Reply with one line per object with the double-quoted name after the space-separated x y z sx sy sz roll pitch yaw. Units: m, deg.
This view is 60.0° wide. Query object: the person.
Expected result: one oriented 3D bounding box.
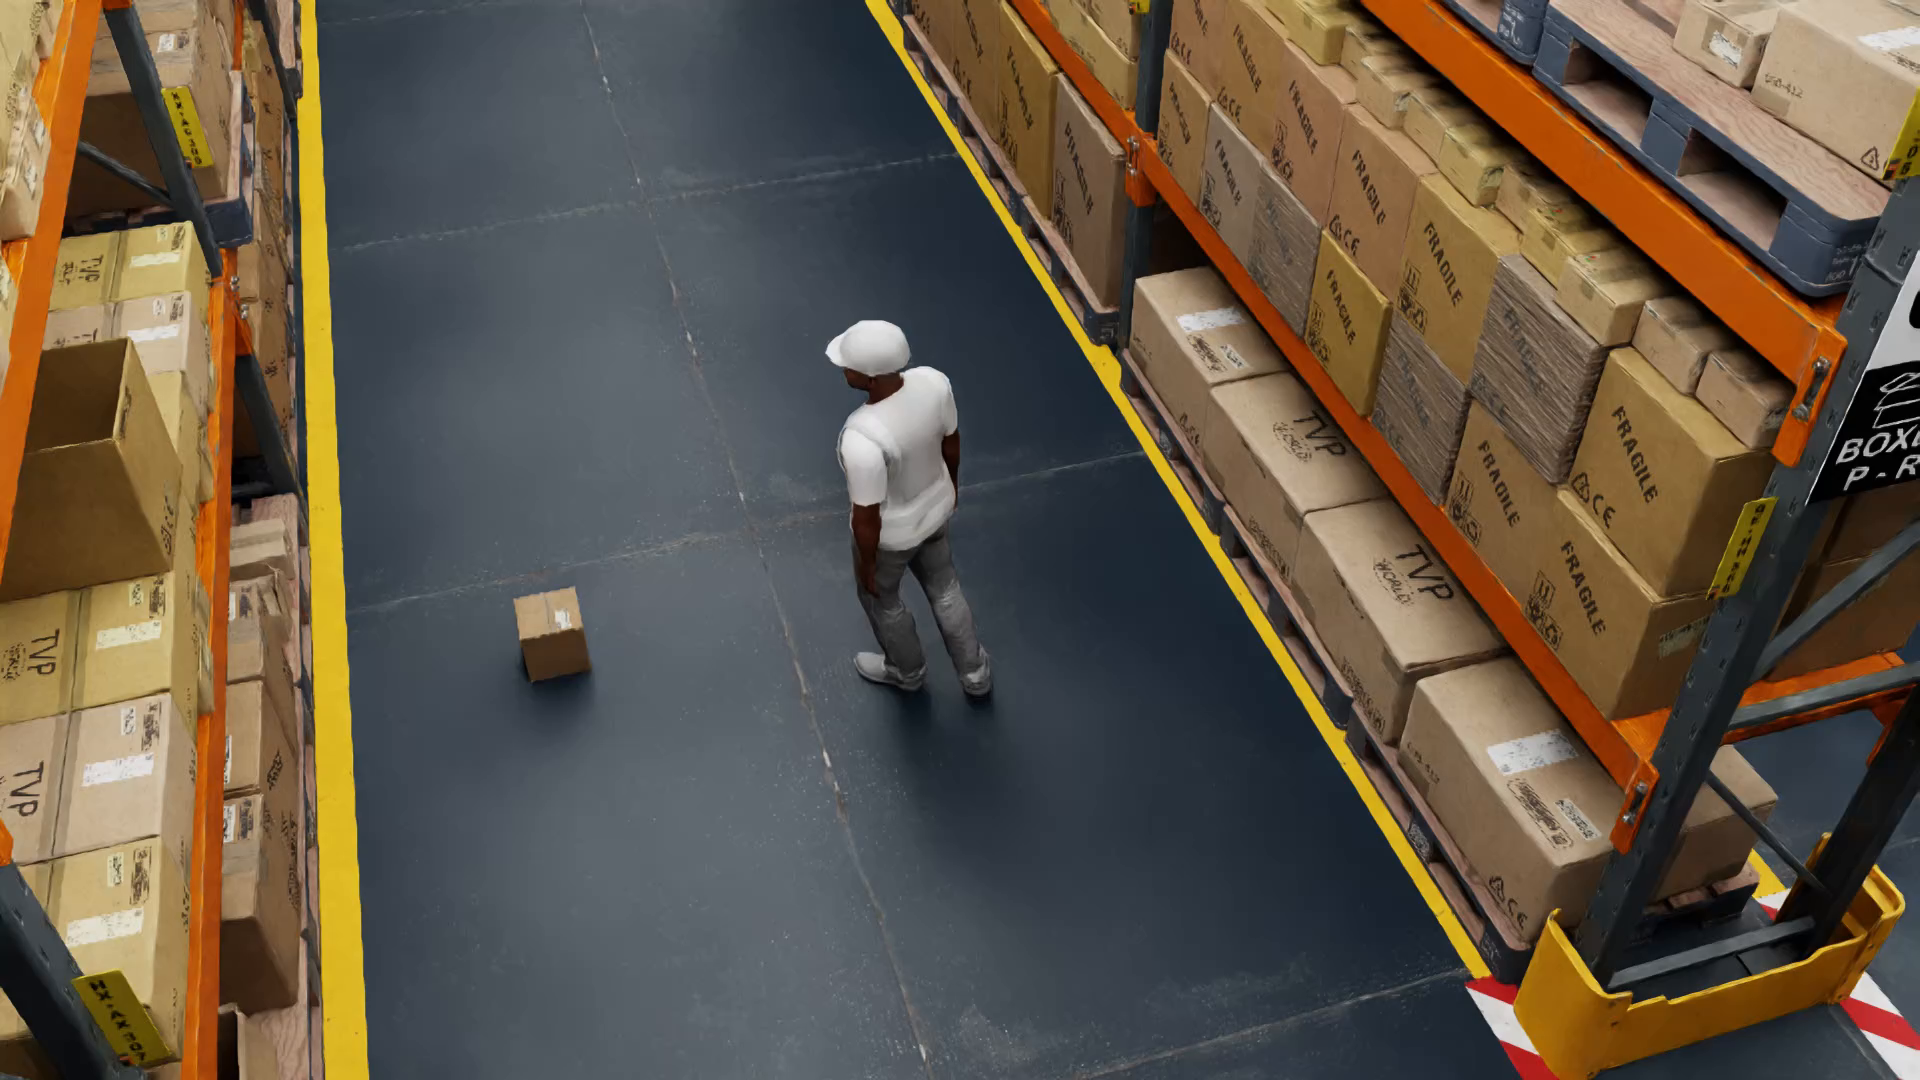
-0.169 -0.064 6.218 0.559 1.754 0.608 29 49 28 "person"
